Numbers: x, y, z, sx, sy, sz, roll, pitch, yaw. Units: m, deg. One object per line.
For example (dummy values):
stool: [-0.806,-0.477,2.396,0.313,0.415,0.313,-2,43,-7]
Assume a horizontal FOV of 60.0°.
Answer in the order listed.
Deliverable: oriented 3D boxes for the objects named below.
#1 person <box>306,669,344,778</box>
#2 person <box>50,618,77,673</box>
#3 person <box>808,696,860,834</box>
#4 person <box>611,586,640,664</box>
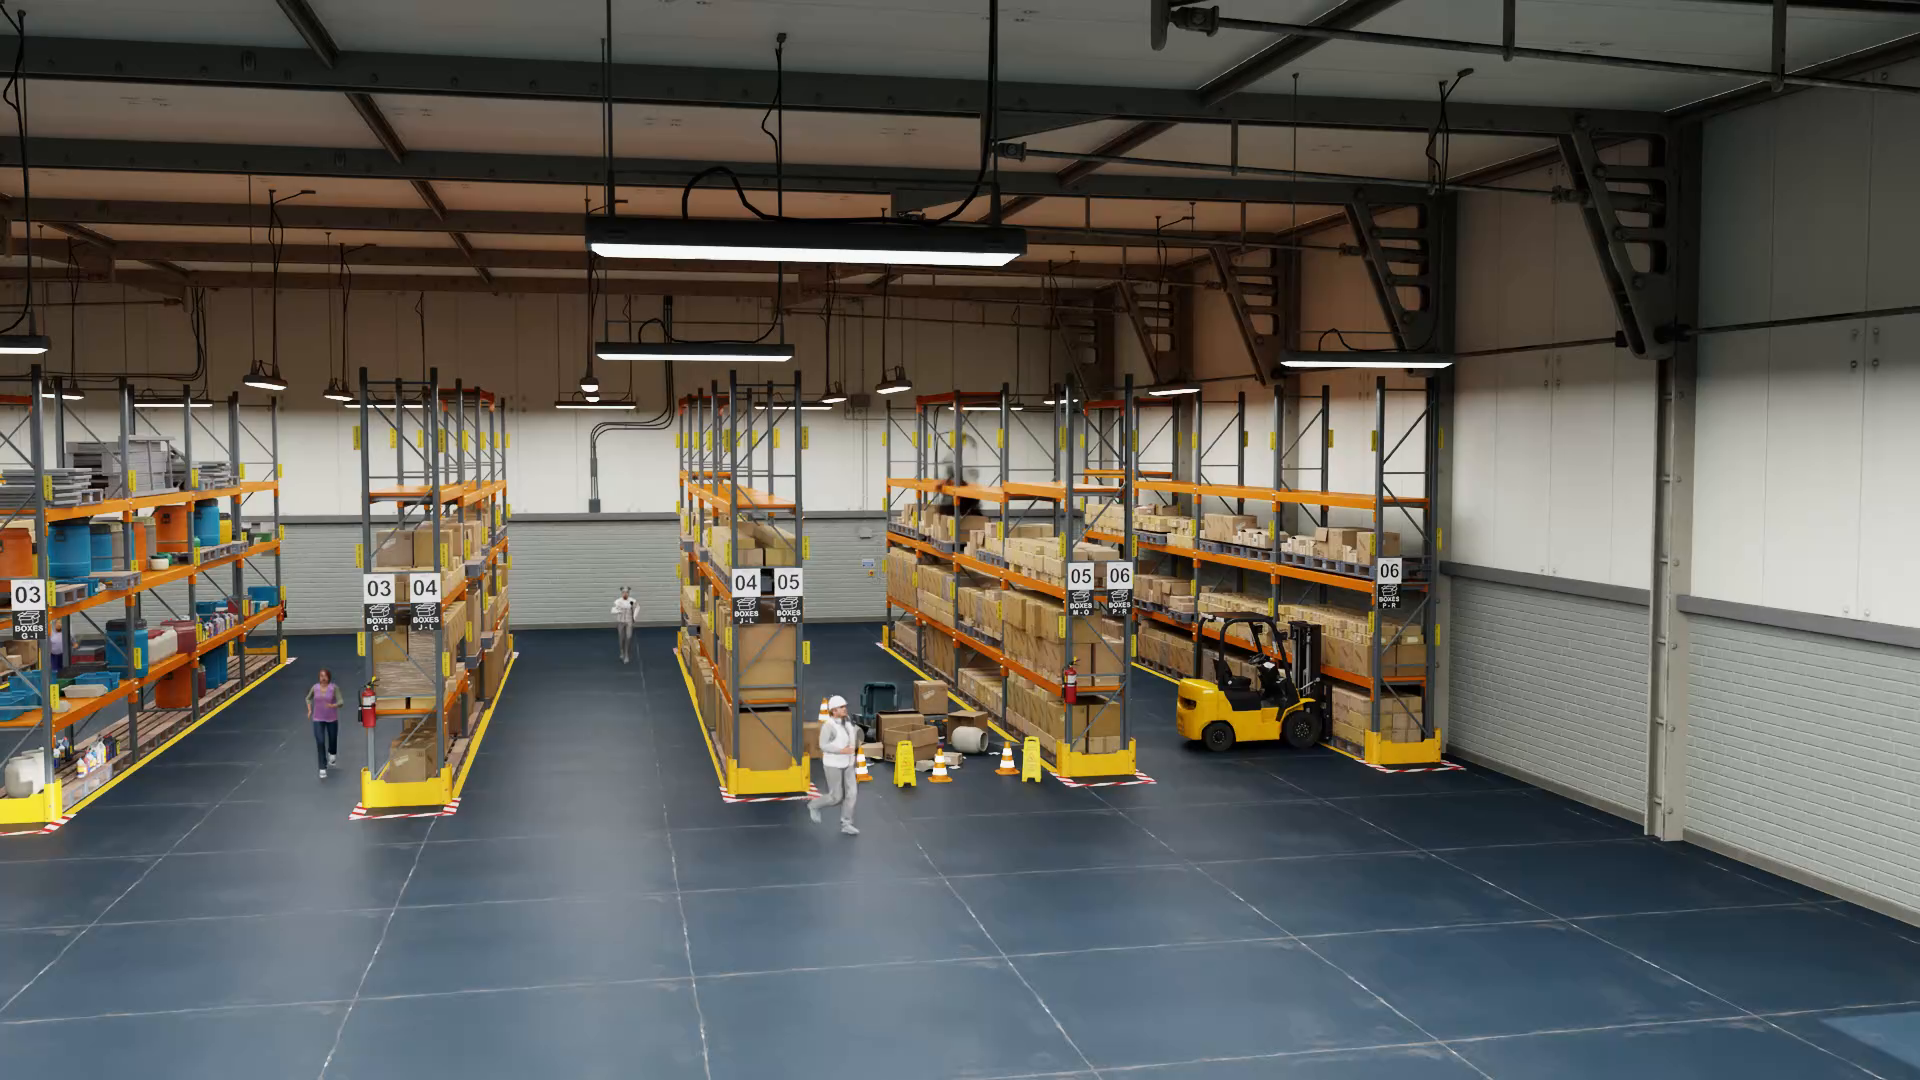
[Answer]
person: [-9.519,2.711,24.926,0.543,1.576,0.877,-1,4,-18]
person: [-17.302,2.309,31.962,0.607,1.606,0.549,-1,4,-23]
person: [-1.580,2.860,21.262,0.786,1.745,0.662,2,4,36]
person: [-7.580,1.902,37.672,0.607,1.740,0.741,0,3,-5]
